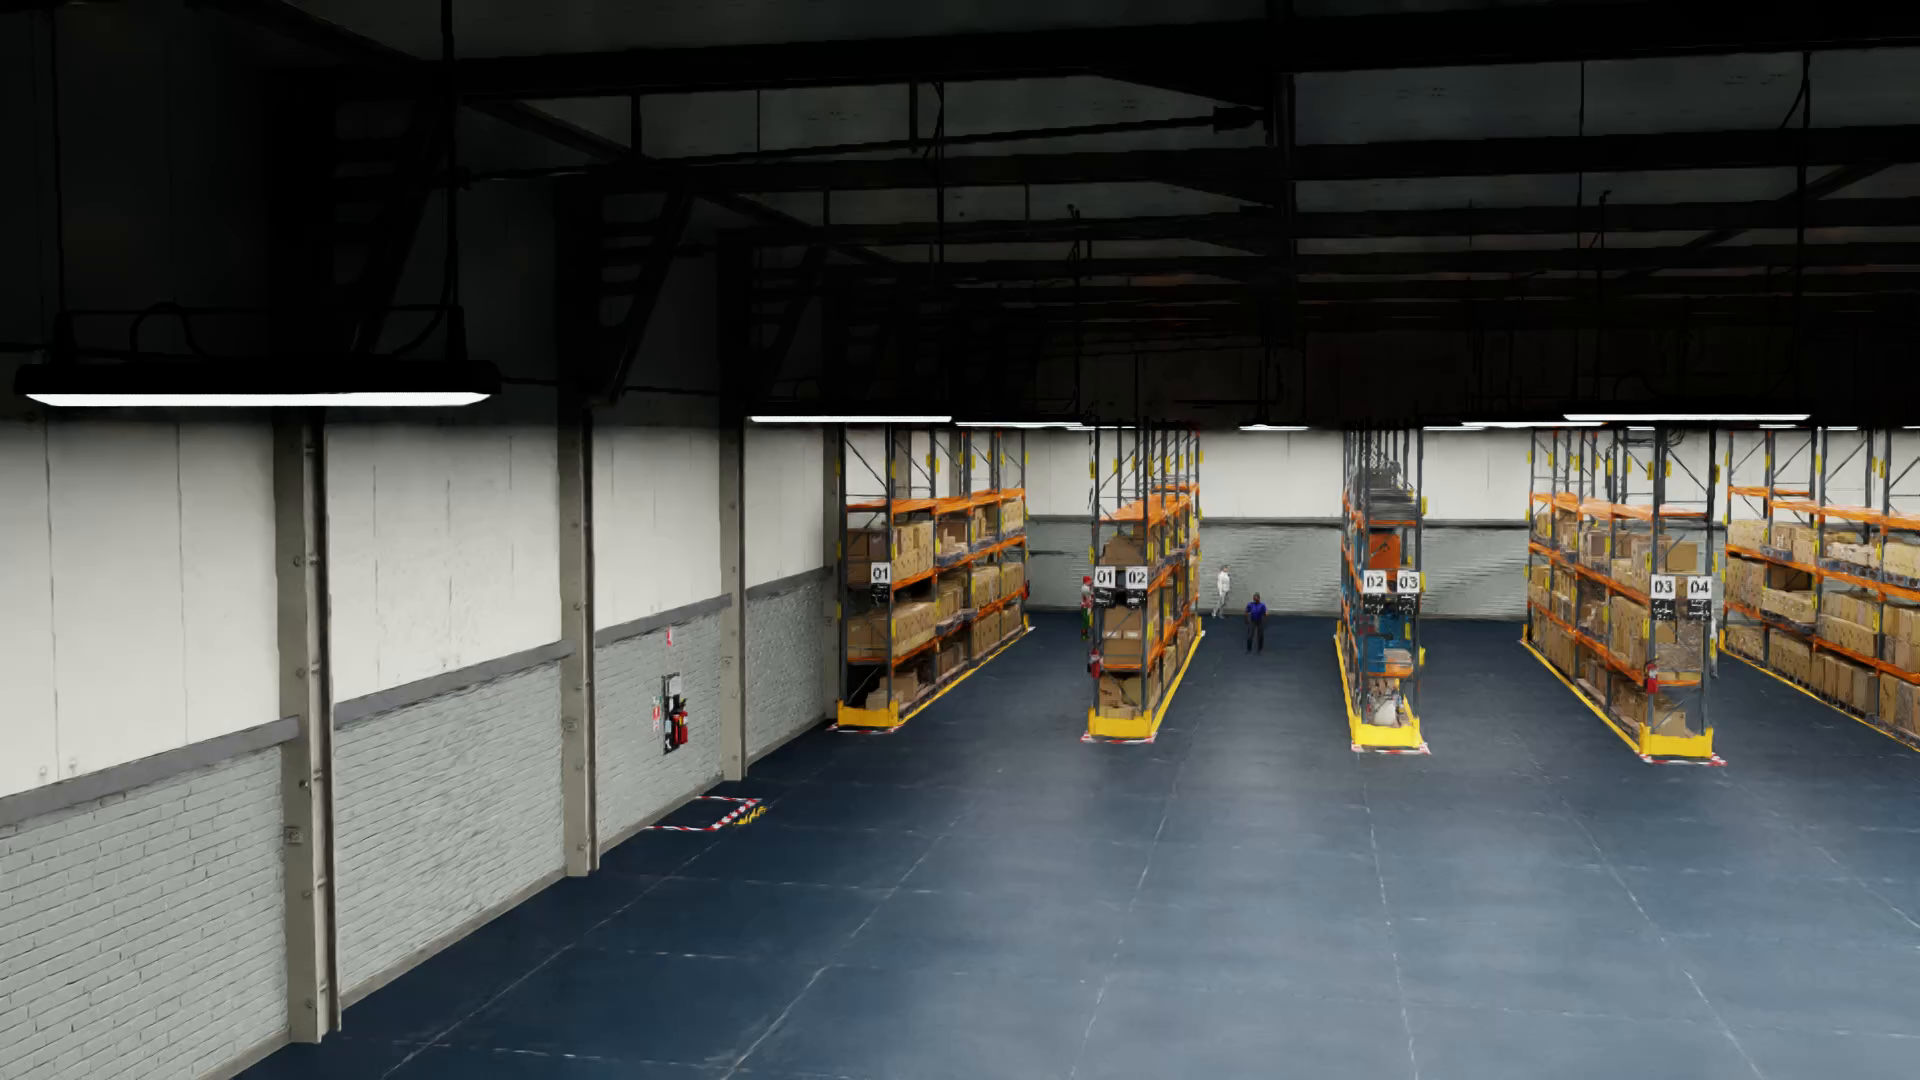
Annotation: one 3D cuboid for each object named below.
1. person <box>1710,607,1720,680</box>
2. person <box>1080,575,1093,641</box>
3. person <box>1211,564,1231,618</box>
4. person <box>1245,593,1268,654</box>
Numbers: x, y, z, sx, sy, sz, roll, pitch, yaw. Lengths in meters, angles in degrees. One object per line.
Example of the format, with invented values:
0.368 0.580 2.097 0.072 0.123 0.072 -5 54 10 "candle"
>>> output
17.342 2.355 38.655 0.543 1.700 1.115 1 4 14 "person"
3.486 1.858 45.482 0.388 1.792 0.661 0 4 -5 "person"
8.034 1.570 51.107 0.641 1.658 0.453 -3 5 -43 "person"
7.636 2.156 42.871 0.592 1.590 0.513 1 4 9 "person"
